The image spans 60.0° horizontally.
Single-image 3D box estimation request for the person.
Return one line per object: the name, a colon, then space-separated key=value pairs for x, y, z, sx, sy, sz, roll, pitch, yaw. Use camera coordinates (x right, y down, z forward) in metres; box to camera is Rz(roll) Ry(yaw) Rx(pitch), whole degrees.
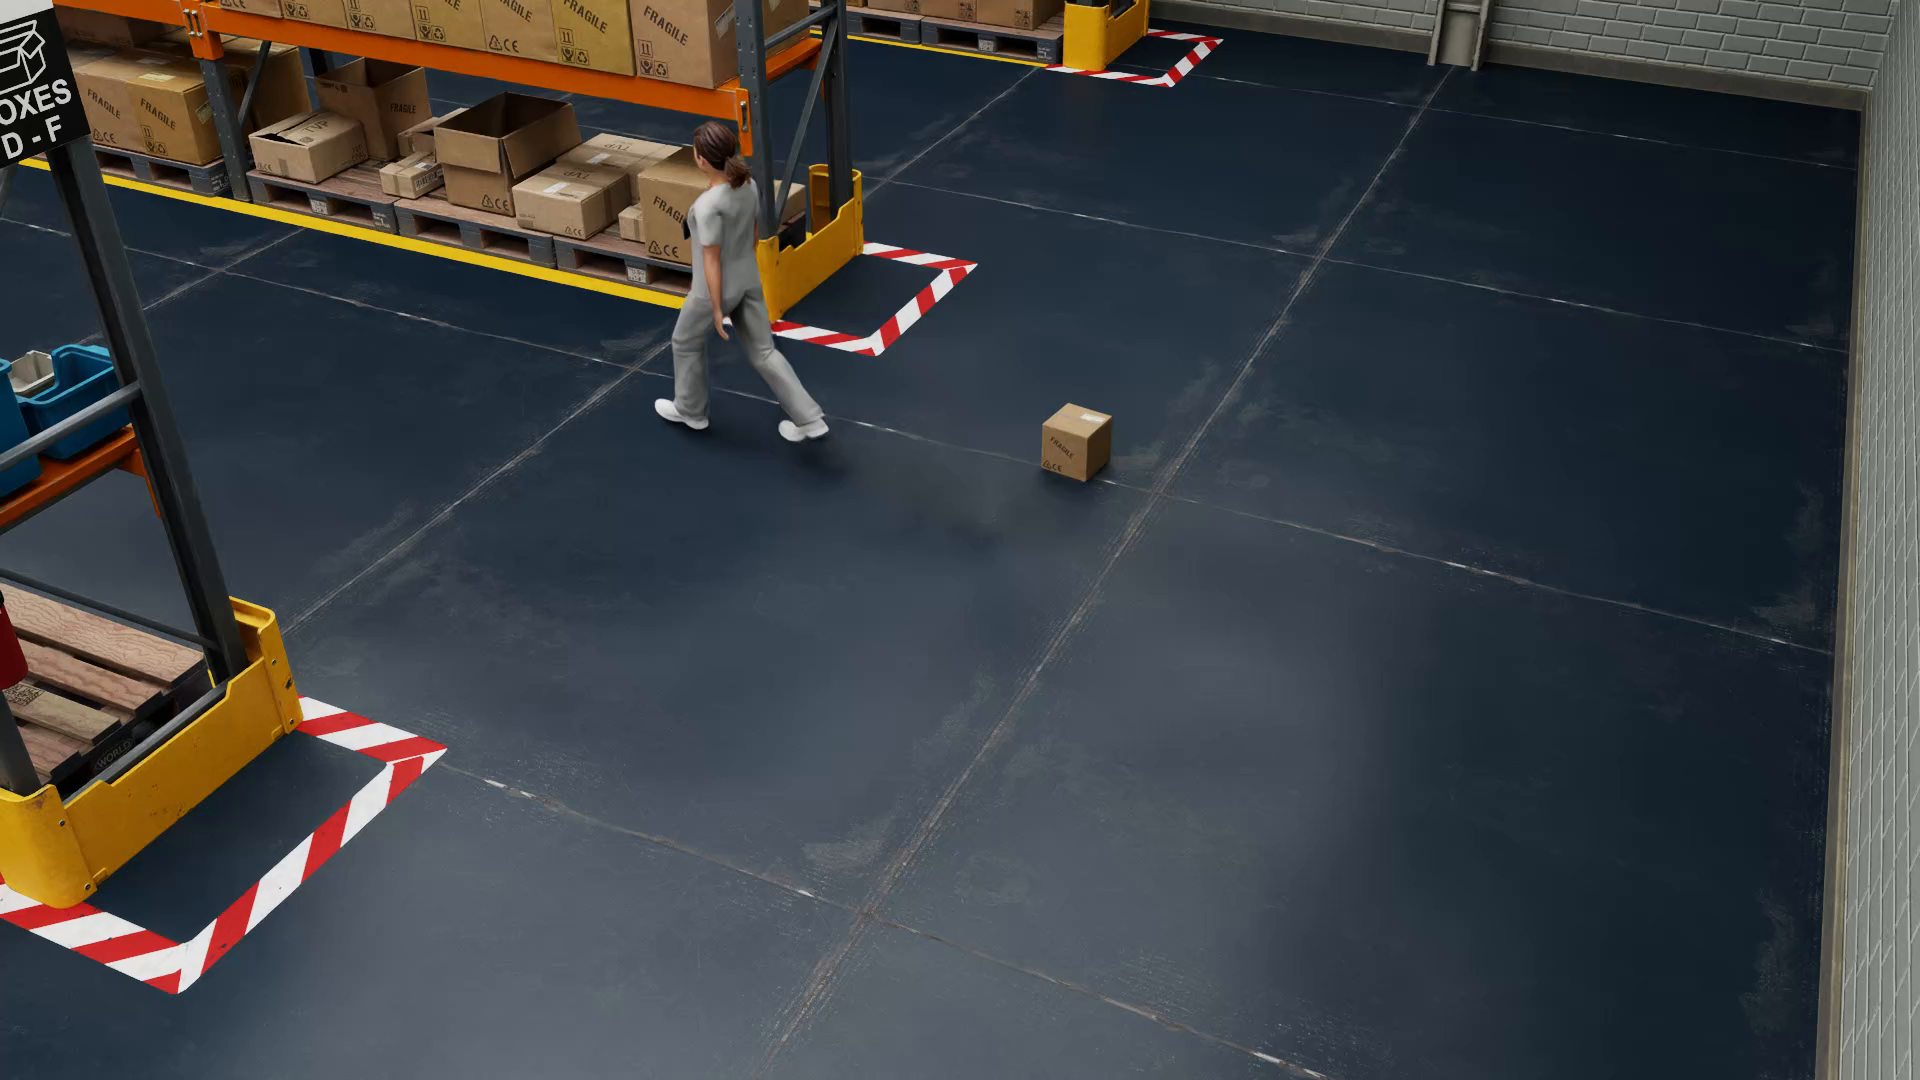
person: x=-1.077 y=-1.202 z=7.960 sx=1.015 sy=1.608 sz=0.486 roll=22 pitch=39 yaw=29
